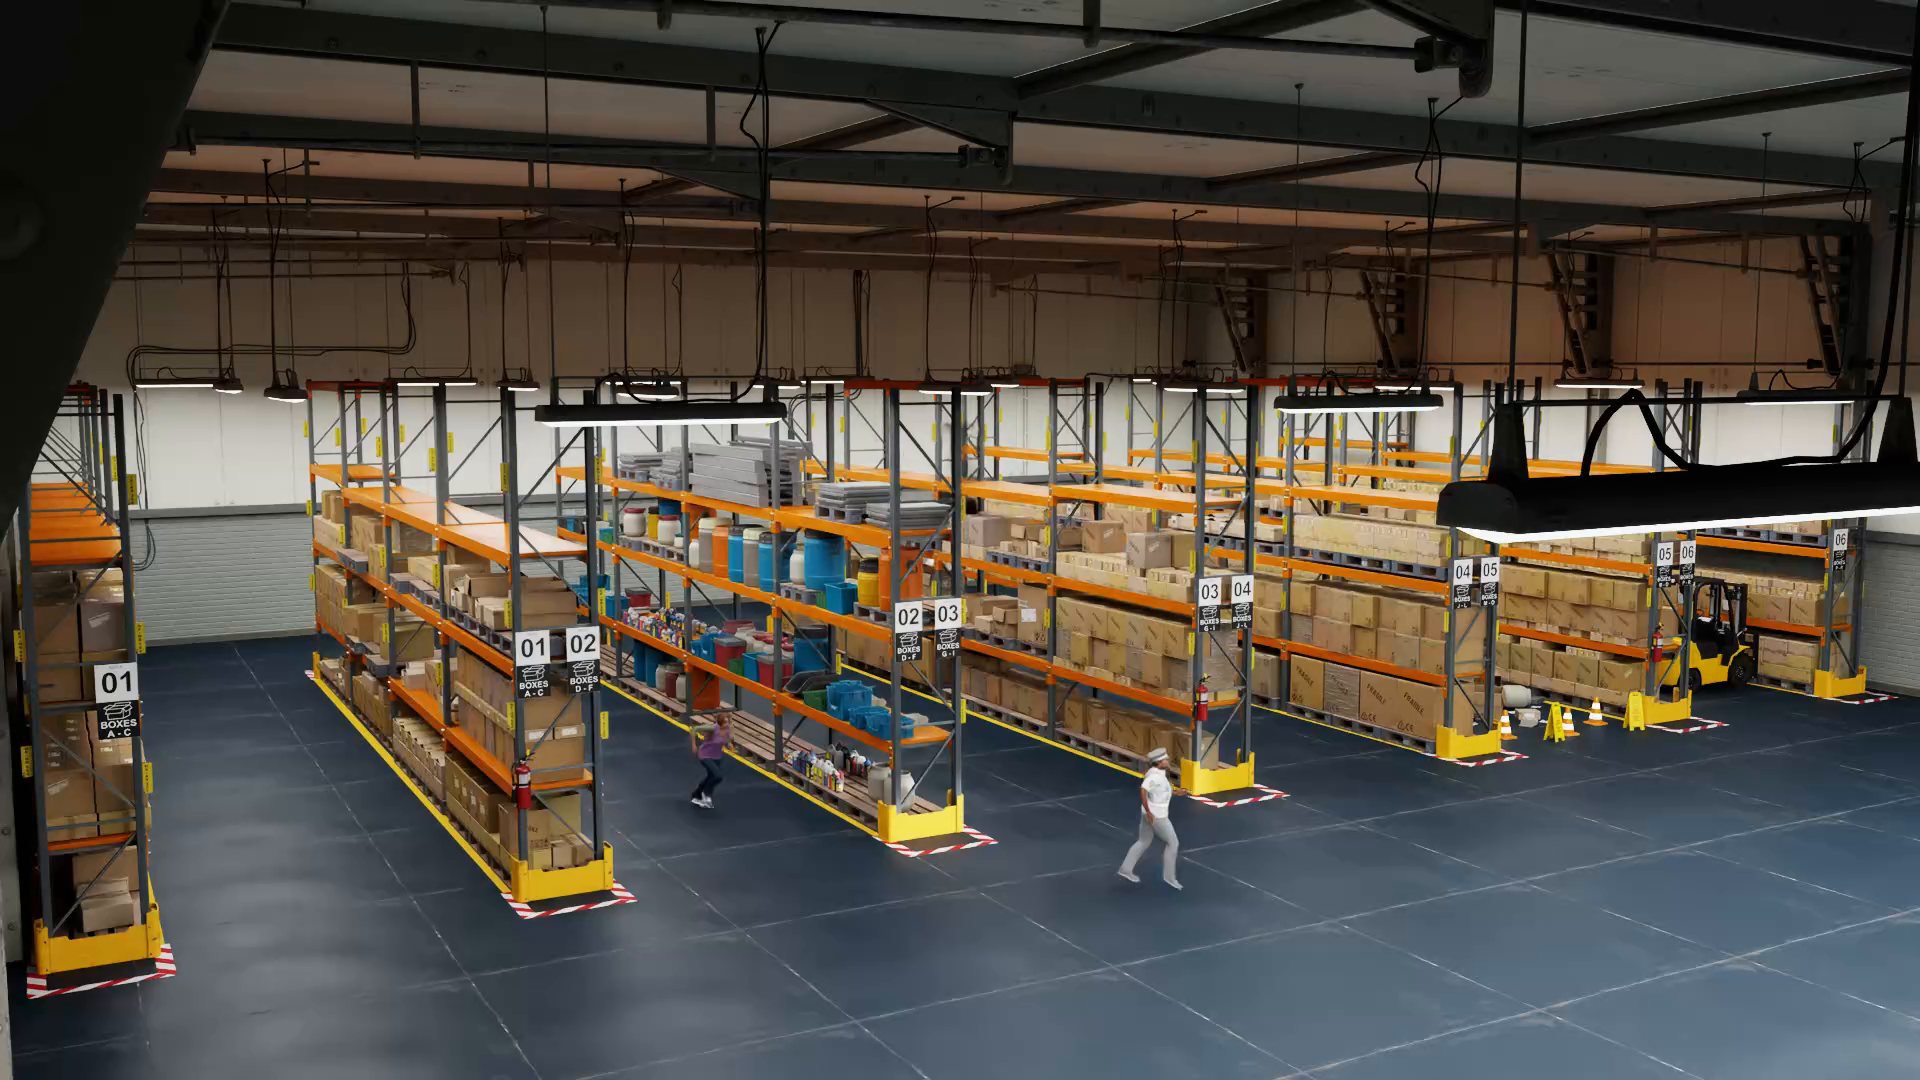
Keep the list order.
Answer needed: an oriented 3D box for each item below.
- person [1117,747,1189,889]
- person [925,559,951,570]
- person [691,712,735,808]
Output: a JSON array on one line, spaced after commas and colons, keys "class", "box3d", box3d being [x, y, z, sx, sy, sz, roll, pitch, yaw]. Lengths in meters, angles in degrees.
[{"class": "person", "box3d": [2.335, 3.361, 20.045, 0.853, 1.748, 0.542, -1, 6, -8]}, {"class": "person", "box3d": [-0.579, 1.179, 41.379, 0.731, 1.558, 0.856, 2, 6, 14]}, {"class": "person", "box3d": [-3.526, 3.109, 23.486, 0.867, 1.436, 0.568, 5, 8, 40]}]
